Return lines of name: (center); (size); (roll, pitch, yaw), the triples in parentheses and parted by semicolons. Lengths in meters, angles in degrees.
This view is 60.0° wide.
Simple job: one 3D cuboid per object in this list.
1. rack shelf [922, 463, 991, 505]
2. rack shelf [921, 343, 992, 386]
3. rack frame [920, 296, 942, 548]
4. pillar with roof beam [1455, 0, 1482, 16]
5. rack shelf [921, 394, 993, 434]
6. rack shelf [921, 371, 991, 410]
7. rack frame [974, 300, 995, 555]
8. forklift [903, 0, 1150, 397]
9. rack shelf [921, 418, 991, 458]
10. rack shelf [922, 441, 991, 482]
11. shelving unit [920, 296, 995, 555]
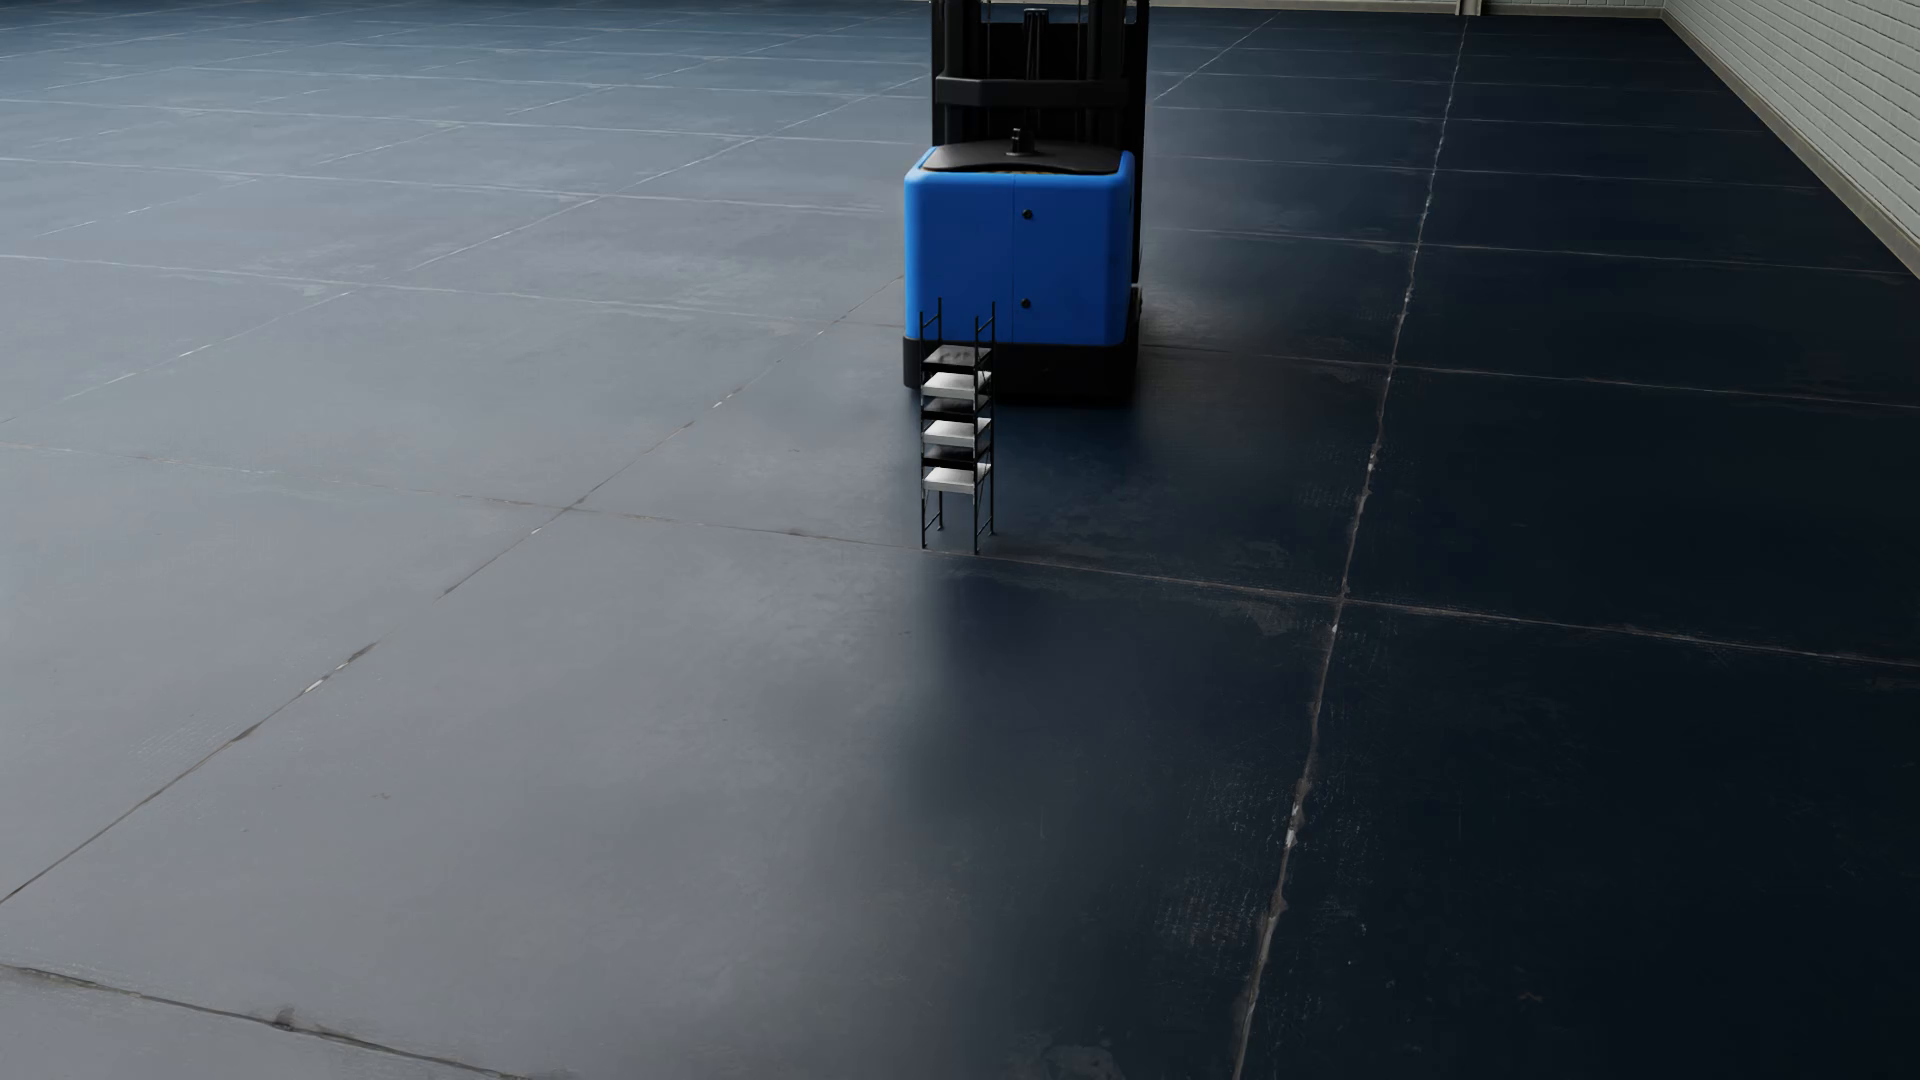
rack shelf: (-0.008, -0.220, 6.182); (0.200, 0.077, 0.258); (7, 23, 16)
rack shelf: (-0.008, -0.636, 6.012); (0.200, 0.077, 0.258); (7, 23, 16)
rack frame: (-0.105, -0.428, 6.129); (0.006, 0.900, 0.240); (7, 23, 16)
pillar with roof beam: (7.102, -11.229, 21.788); (0.400, 9.000, 9.100); (7, 23, 16)
rack shelf: (-0.008, -0.470, 6.080); (0.200, 0.077, 0.258); (7, 23, 16)
rack shelf: (-0.008, -0.553, 6.046); (0.200, 0.077, 0.258); (7, 23, 16)
rack frame: (0.090, -0.406, 6.074); (0.006, 0.900, 0.240); (7, 23, 16)
forklift: (0.431, -2.542, 8.606); (1.130, 2.935, 3.031); (3, 22, 7)
rack shelf: (-0.008, -0.386, 6.114); (0.200, 0.077, 0.258); (7, 23, 16)
rack shelf: (-0.008, -0.303, 6.148); (0.200, 0.077, 0.258); (7, 23, 16)
shelving unit: (-0.008, -0.417, 6.101); (0.210, 0.900, 0.258); (7, 23, 16)
